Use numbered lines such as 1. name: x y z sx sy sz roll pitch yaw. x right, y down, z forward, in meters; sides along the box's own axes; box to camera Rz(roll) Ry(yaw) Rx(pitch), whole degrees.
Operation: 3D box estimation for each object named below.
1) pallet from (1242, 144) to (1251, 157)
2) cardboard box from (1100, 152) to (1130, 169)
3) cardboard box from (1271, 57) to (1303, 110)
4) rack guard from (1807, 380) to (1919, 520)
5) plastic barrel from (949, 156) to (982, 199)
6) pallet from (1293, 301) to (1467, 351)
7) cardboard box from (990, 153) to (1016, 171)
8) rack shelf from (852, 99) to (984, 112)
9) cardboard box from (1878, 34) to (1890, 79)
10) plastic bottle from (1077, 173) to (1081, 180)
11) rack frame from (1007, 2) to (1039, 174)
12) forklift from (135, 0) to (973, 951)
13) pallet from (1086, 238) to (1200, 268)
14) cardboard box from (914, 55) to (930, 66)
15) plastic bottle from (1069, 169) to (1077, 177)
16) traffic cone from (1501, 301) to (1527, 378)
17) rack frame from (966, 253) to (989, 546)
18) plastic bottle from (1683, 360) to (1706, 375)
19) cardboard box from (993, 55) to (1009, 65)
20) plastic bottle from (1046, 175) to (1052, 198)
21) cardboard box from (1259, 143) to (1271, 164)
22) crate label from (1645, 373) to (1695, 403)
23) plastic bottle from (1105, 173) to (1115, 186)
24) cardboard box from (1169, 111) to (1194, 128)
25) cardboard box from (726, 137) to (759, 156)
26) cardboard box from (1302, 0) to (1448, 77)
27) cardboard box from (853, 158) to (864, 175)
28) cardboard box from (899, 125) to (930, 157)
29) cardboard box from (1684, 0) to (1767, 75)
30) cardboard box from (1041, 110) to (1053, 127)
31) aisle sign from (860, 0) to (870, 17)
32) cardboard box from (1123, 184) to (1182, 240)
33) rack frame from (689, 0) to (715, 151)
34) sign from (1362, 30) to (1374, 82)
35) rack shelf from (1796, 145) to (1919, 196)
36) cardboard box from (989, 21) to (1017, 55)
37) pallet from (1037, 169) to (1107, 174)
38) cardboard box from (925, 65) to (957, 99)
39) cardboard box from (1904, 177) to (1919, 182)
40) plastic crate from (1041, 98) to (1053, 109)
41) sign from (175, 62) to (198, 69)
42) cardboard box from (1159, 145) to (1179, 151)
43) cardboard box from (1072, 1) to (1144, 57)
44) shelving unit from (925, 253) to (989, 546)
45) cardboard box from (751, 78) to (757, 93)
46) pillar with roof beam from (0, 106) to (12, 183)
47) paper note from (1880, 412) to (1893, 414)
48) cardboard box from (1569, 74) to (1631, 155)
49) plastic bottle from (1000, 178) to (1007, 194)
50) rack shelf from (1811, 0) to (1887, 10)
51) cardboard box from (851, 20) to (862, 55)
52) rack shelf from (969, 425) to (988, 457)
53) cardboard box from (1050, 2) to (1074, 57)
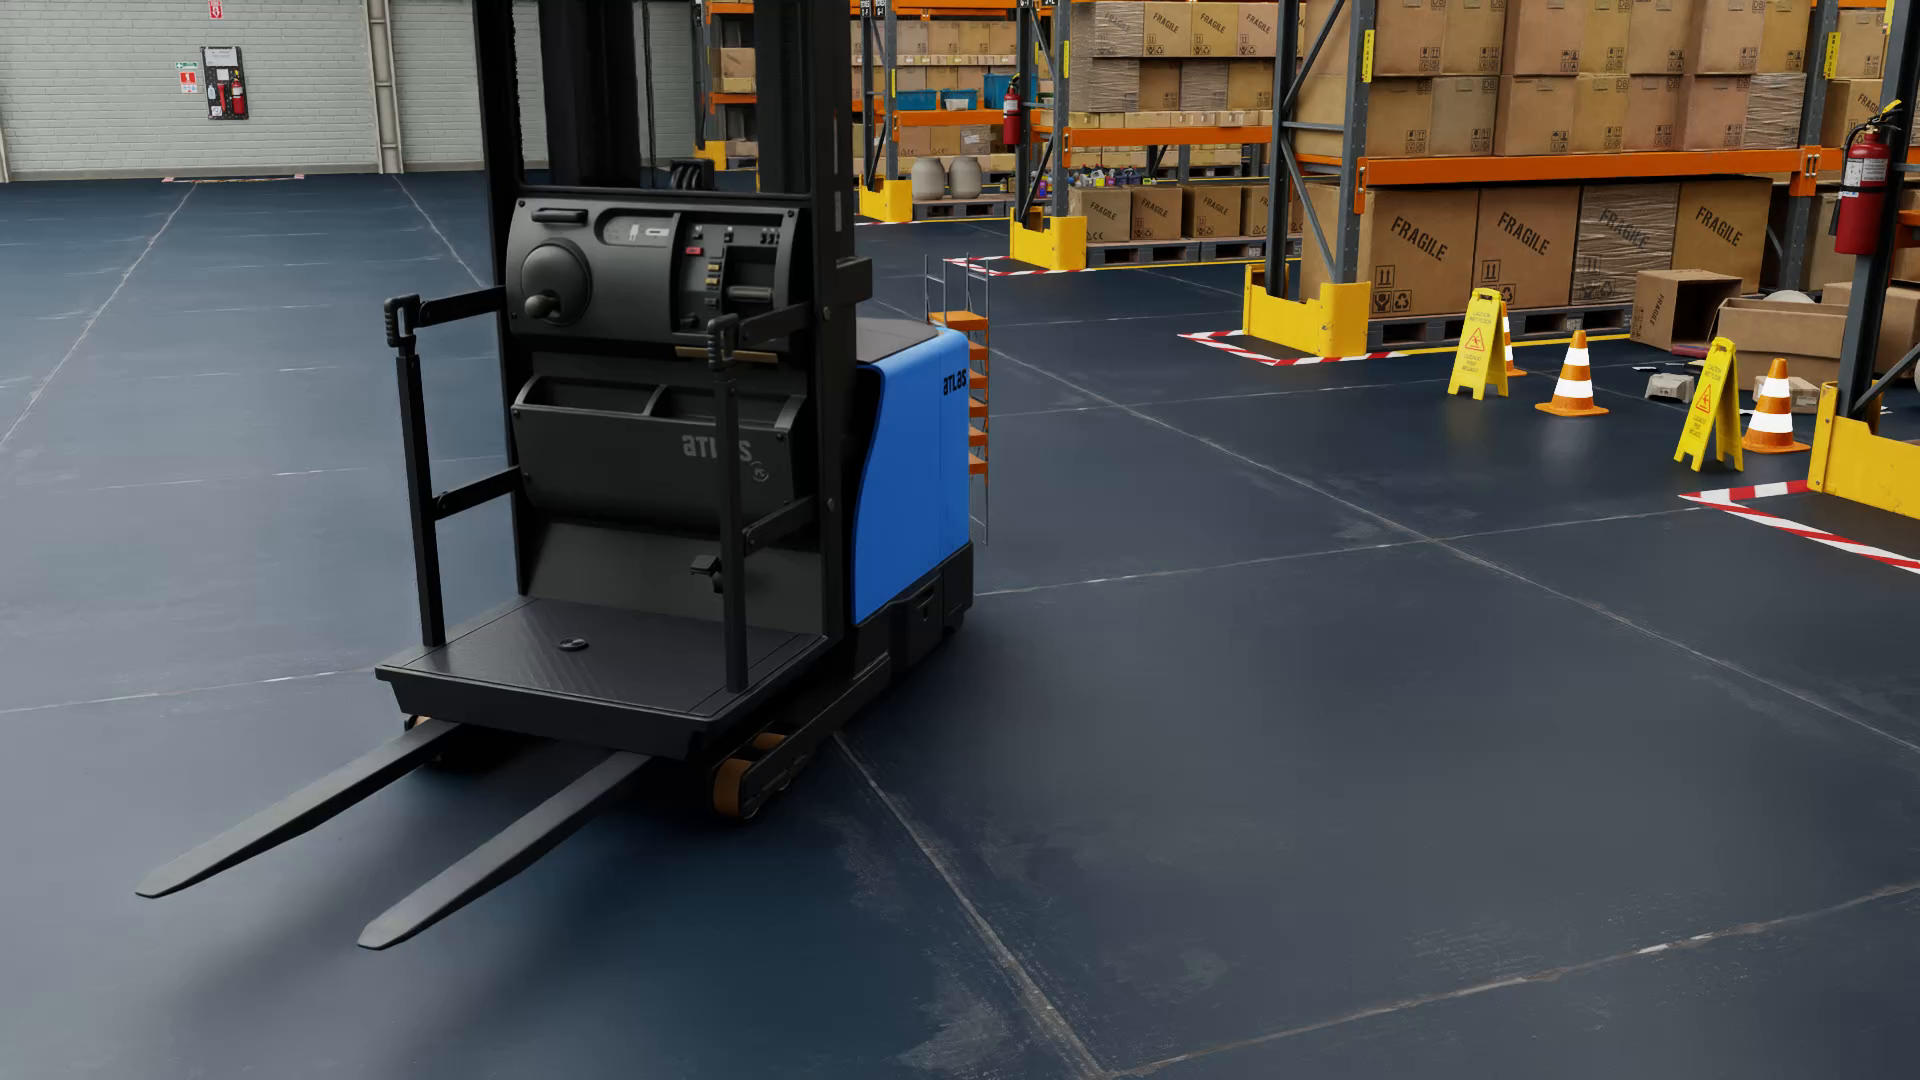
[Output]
1. pallet: 5.979 -7.845 33.437 1.213 0.211 1.003 -6 17 -20
2. cardboard box: 2.404 -6.132 26.792 0.500 0.250 0.500 -7 18 -22
3. cardboard box: 3.167 -4.607 16.759 0.500 0.500 0.875 -6 17 -20
4. rack guard: 4.401 -0.361 7.442 0.348 0.500 1.175 -6 17 -20
5. plastic barrel: 0.067 -4.608 21.138 0.421 0.512 0.421 0 16 0
6. pallet: 3.183 -1.609 12.201 1.213 0.211 1.003 -6 17 -20
7. cardboard box: 0.624 -5.949 26.166 0.500 0.250 0.500 -6 17 -20
8. rack shelf: -0.889 -6.624 25.607 4.000 0.370 1.077 -6 17 -20
9. cardboard box: 7.141 -3.880 13.036 0.500 0.500 0.700 -6 18 -21
10. plastic bottle: 1.576 -4.595 21.461 0.133 0.283 0.061 -6 17 -20
11. rack frame: 0.978 -7.171 26.193 0.127 3.000 1.000 -6 17 -20
12. forklift: -0.960 -0.780 4.551 1.130 2.935 3.031 6 17 20
13. pallet: 1.627 -2.903 16.609 1.213 0.211 1.003 -6 17 -20
14. cardboard box: -0.632 -7.291 25.273 0.250 0.149 0.380 -6 17 -18
15. plastic bottle: 1.500 -4.778 22.085 0.133 0.283 0.061 -5 17 -18
16. traffic cone: 3.469 -1.308 10.731 0.334 0.463 0.336 -6 17 -20
17. rack frame: 0.072 -0.583 6.956 0.006 1.200 0.240 -6 17 -20
18. plastic bottle: 4.844 -1.131 10.840 0.283 0.061 0.133 -14 21 -39
19. cardboard box: 0.569 -7.422 25.719 0.250 0.149 0.380 -7 18 -21
20. plastic bottle: 1.137 -4.501 21.163 0.097 0.271 0.097 0 16 0
21. cardboard box: 5.241 -6.556 27.756 0.500 0.500 0.500 -5 17 -18
22. crate label: 4.268 -0.916 9.973 0.250 0.136 0.298 13 21 37
23. plastic bottle: 1.933 -4.587 21.436 0.133 0.283 0.061 -5 17 -16
24. cardboard box: 2.077 -4.101 16.187 0.250 0.149 0.380 -6 17 -20
25. cardboard box: -3.855 -7.037 29.730 0.500 0.311 0.500 -8 18 -26
26. cardboard box: 2.825 -3.463 11.383 0.550 0.550 0.875 -6 17 -20
27. cardboard box: -1.711 -5.696 25.307 0.500 0.250 0.500 -6 17 -20
28. cardboard box: -0.775 -6.155 25.539 0.500 0.500 0.500 -6 17 -20
29. cardboard box: 5.371 -3.724 12.275 0.550 0.550 0.875 -6 17 -20
30. cardboard box: 0.977 -4.123 16.261 0.250 0.149 0.380 -6 17 -20
31. aisle sign: -1.161 -6.782 20.255 0.004 0.787 0.394 -6 17 -20
32. cardboard box: 1.919 -3.290 16.671 0.500 0.500 0.500 -2 16 -6
33. rack frame: -4.533 -8.070 29.256 0.127 3.000 1.000 -6 17 -20
34. sign: 2.658 -3.152 10.831 0.005 0.325 0.100 -6 17 -20
35. rack shelf: 8.068 -3.105 13.625 4.000 0.370 1.077 -6 17 -20
36. cardboard box: 0.566 -7.795 25.838 0.500 0.500 0.700 -6 17 -20
37. pallet: 1.652 -5.917 26.873 1.213 0.211 1.003 -6 17 -20
38. cardboard box: -0.394 -7.068 25.665 0.500 0.500 0.700 -6 17 -19
39. cardboard box: 8.519 -2.647 14.037 0.750 0.750 1.050 -6 17 -19
40. plastic crate: 1.322 -5.510 21.006 0.437 0.136 0.530 -6 17 -20
41. sign: -12.658 -7.765 27.214 0.331 0.109 0.001 -6 17 -20
42. cardboard box: 3.357 -6.503 27.060 0.500 0.311 0.500 -6 17 -20
43. cardboard box: 1.396 -4.815 15.690 0.500 0.500 0.500 -6 17 -20
44. shelving unit: -0.014 -0.574 6.924 0.189 1.200 0.258 -6 17 -20
45. cardboard box: -3.484 -8.030 29.349 0.500 0.250 0.500 -7 18 -22
46. pillar with roof beam: -13.854 -8.904 21.449 0.400 9.000 9.100 -6 17 -20
47. paper note: 5.317 -0.732 9.574 0.123 0.001 0.032 -6 17 -20
48. cardboard box: 4.349 -3.116 12.118 0.500 0.550 0.875 -6 17 -20
49. plastic bottle: 0.570 -4.633 21.736 0.097 0.201 0.097 0 16 0
50. rack shelf: 12.085 -7.969 24.865 4.000 0.370 1.077 -6 17 -20
51. cardboard box: -1.778 -7.541 24.975 0.500 0.500 0.700 -7 18 -22
52. rack shelf: -0.014 -0.416 6.971 0.180 0.103 0.258 -6 17 -20
53. cardboard box: 1.210 -4.951 16.156 0.500 0.500 0.500 -6 17 -20
